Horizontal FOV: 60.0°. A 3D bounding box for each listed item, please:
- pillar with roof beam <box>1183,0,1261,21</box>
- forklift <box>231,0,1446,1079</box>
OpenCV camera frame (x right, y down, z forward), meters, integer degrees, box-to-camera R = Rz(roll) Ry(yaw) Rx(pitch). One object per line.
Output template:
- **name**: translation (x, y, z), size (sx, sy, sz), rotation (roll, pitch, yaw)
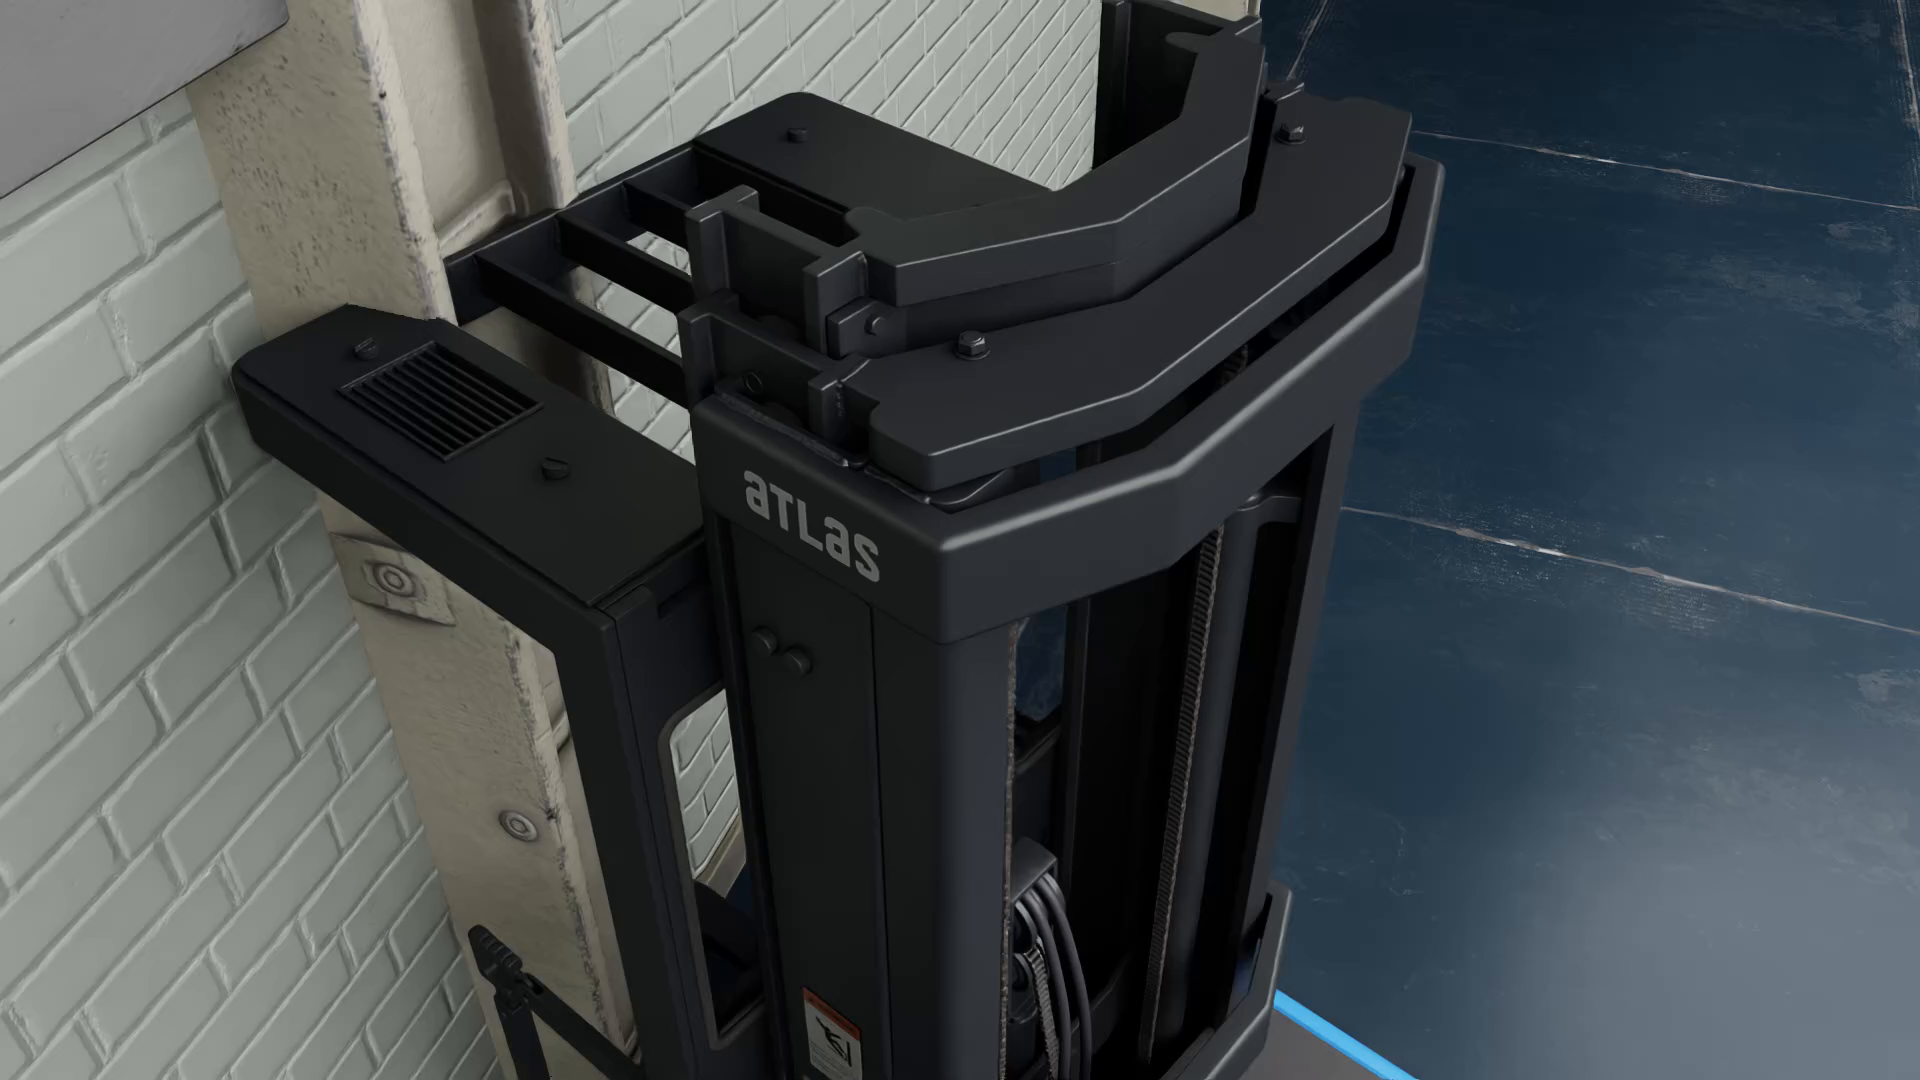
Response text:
- **pillar with roof beam**: translation (5.306, -4.677, 4.299), size (9.100, 9.000, 0.400), rotation (13, 42, 15)
- **forklift**: translation (-0.275, 0.477, 2.932), size (3.031, 2.935, 1.130), rotation (29, 48, 30)
